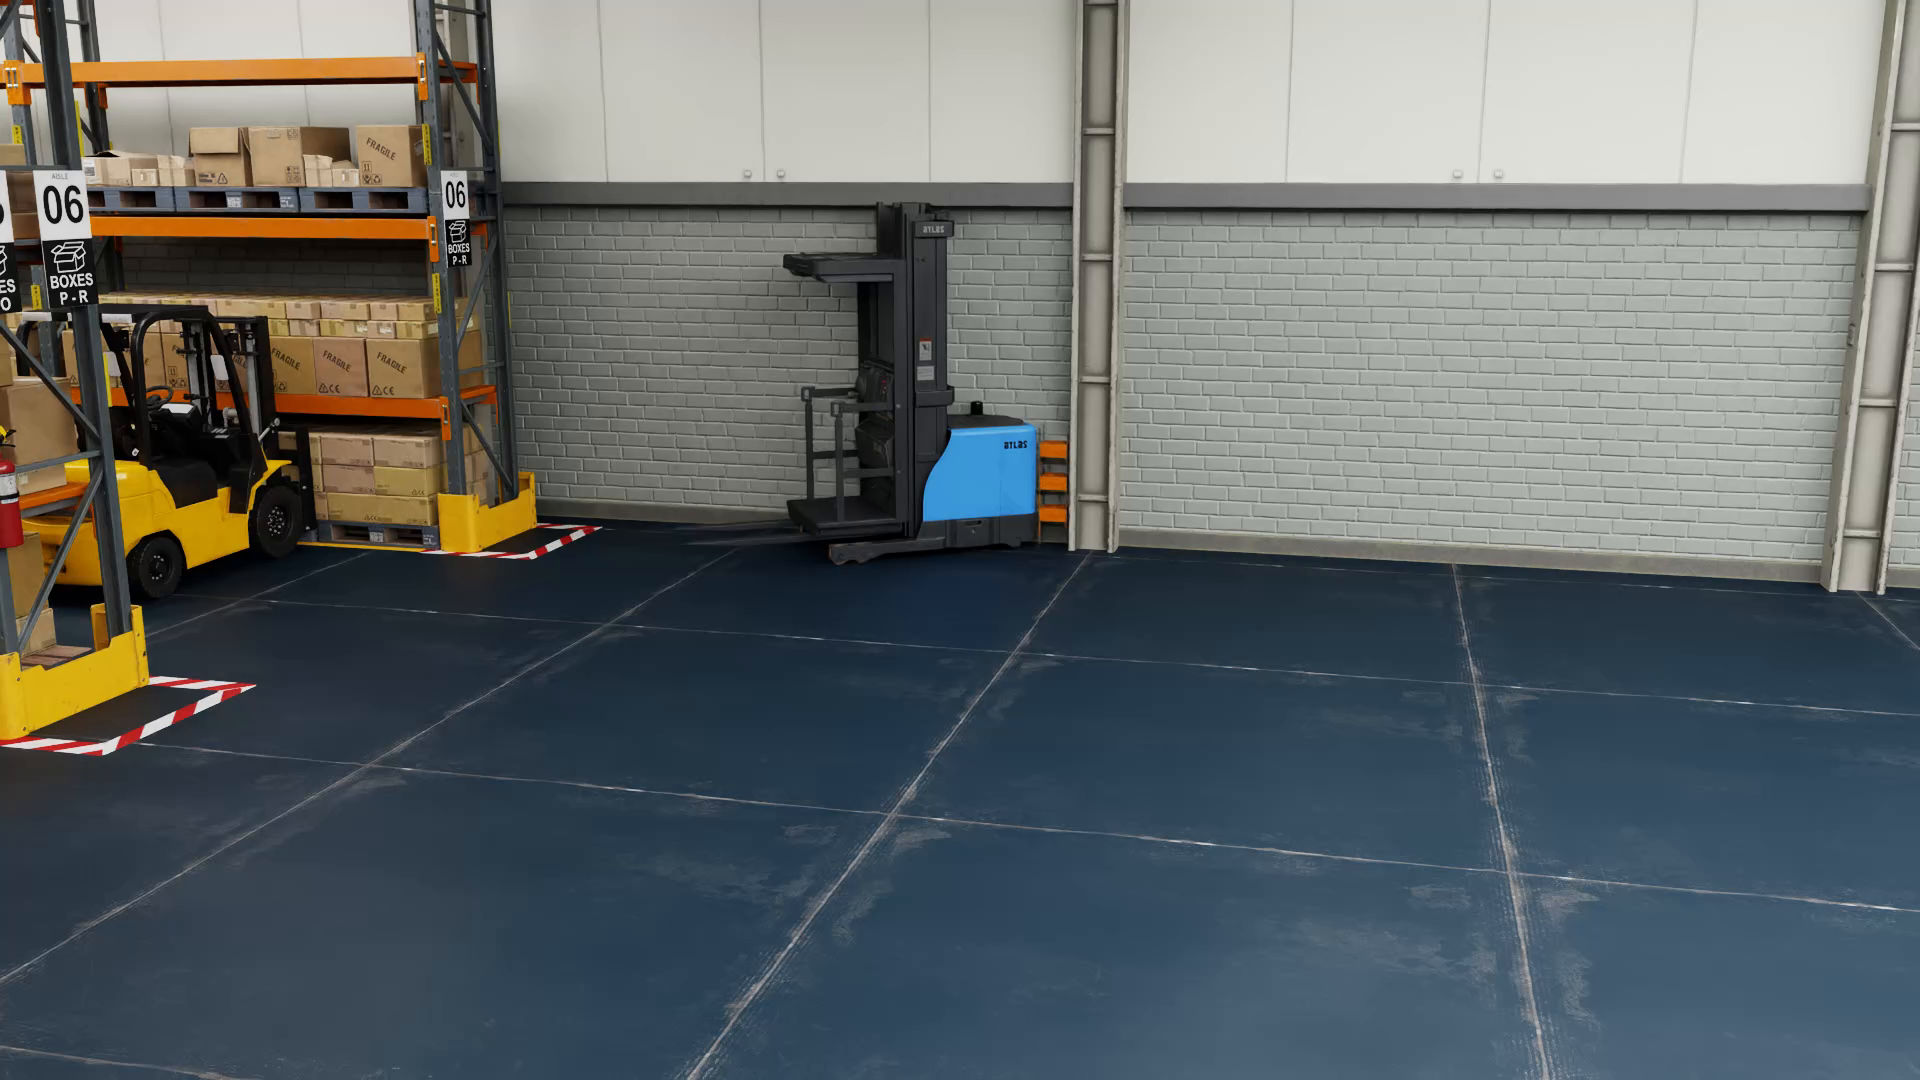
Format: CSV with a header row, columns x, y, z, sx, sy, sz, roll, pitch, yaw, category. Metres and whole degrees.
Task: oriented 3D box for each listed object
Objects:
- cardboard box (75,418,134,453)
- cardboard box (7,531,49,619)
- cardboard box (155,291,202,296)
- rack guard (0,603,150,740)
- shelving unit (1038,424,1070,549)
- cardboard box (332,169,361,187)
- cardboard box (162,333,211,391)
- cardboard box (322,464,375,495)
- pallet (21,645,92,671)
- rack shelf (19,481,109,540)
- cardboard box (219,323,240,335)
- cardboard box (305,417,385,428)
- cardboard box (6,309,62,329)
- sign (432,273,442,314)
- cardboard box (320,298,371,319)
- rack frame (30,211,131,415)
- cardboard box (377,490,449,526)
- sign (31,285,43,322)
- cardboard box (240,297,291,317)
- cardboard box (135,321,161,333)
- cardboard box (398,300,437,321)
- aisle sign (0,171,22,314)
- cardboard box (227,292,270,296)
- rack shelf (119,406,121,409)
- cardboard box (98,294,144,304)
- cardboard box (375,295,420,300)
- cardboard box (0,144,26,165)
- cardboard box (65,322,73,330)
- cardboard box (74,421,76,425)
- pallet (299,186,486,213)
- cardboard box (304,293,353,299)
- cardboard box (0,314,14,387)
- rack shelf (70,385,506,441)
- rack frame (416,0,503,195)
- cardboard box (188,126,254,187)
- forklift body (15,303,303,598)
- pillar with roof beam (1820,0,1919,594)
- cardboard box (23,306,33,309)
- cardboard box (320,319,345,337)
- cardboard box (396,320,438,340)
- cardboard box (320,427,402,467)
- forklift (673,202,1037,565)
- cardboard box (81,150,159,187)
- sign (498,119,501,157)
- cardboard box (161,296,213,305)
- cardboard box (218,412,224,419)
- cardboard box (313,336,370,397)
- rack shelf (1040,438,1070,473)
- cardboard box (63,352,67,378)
x,y,z,sx,sy,sz,roll,pitch,yaw,category
-7.694,-0.951,15.164,0.500,0.250,0.500,3,13,13,cardboard box
-6.131,0.231,10.416,0.500,0.500,0.500,3,13,12,cardboard box
-7.212,-2.216,15.381,0.250,0.149,0.380,3,13,13,cardboard box
-5.465,0.777,10.077,0.348,0.500,1.175,3,13,14,rack guard
0.827,-0.462,14.387,0.252,1.050,0.215,3,13,15,shelving unit
-5.082,-3.058,14.046,0.250,0.149,0.380,3,13,12,cardboard box
-6.719,-1.612,14.845,0.500,0.500,0.500,3,13,13,cardboard box
-5.237,-0.578,14.638,0.500,0.250,0.500,3,13,13,cardboard box
-6.245,0.868,10.332,1.213,0.211,1.003,3,13,14,pallet
-7.333,-0.192,10.335,4.000,0.370,1.077,3,13,14,rack shelf
-6.346,-1.900,14.645,0.250,0.149,0.380,3,13,12,cardboard box
-5.595,-0.952,15.171,0.500,0.250,0.500,3,13,13,cardboard box
-8.474,-2.028,15.219,0.250,0.149,0.380,4,13,15,cardboard box
-4.349,-2.051,13.832,0.005,0.325,0.100,3,13,14,sign
-5.335,-2.011,14.458,0.250,0.149,0.380,3,13,14,cardboard box
-8.089,-1.691,15.430,0.127,3.000,1.000,3,13,14,rack frame
-4.737,-0.304,14.557,0.500,0.250,0.500,3,13,14,cardboard box
-8.209,-2.103,14.797,0.005,0.325,0.100,3,13,14,sign
-6.094,-2.047,14.618,0.250,0.149,0.380,3,13,14,cardboard box
-7.109,-1.935,14.804,0.250,0.149,0.380,3,13,15,cardboard box
-4.603,-1.968,14.265,0.250,0.149,0.380,3,13,14,cardboard box
-5.400,-1.644,9.218,0.004,0.787,0.394,3,13,14,aisle sign
-6.471,-2.175,15.198,0.250,0.149,0.380,3,13,13,cardboard box
-10.030,-1.444,15.976,4.000,0.370,1.077,3,13,14,rack shelf
-7.570,-2.132,15.002,0.250,0.149,0.380,3,13,14,cardboard box
-4.986,-2.088,14.804,0.250,0.149,0.380,3,13,15,cardboard box
-5.687,-2.232,9.681,0.250,0.149,0.380,3,13,13,cardboard box
-7.842,-1.985,15.025,0.250,0.149,0.380,3,13,13,cardboard box
-8.598,-0.761,15.753,0.625,0.625,0.875,4,13,16,cardboard box
-4.885,-2.947,14.369,1.213,0.211,1.003,3,13,14,pallet
-5.716,-2.147,15.069,0.250,0.149,0.380,3,13,12,cardboard box
-5.939,-1.102,9.550,0.500,0.500,0.700,3,13,12,cardboard box
-6.147,-1.236,15.040,4.000,0.370,1.077,3,13,14,rack shelf
-4.205,-4.412,13.845,0.127,3.000,1.000,3,13,14,rack frame
-6.223,-3.336,14.482,0.637,0.503,0.797,3,13,15,cardboard box
-6.483,-0.784,13.301,1.214,2.155,2.313,3,13,14,forklift body
5.954,-3.110,7.975,0.400,9.000,9.100,3,13,14,pillar with roof beam
-8.626,-2.145,15.747,0.250,0.149,0.380,3,13,12,cardboard box
-5.339,-1.857,14.448,0.250,0.149,0.380,3,13,13,cardboard box
-4.609,-1.808,14.229,0.250,0.149,0.380,3,13,14,cardboard box
-5.224,-0.818,14.565,0.500,0.250,0.500,3,13,15,cardboard box
-0.906,-1.356,14.077,3.031,2.935,1.130,-4,13,-19,forklift
-7.339,-3.271,14.633,0.500,0.311,0.500,3,13,15,cardboard box
-4.066,-3.530,14.591,0.005,0.325,0.100,3,13,14,sign
-6.841,-2.074,14.742,0.250,0.149,0.380,3,13,13,cardboard box
-7.069,-1.034,15.538,0.500,0.250,0.500,3,13,13,cardboard box
-5.247,-1.531,14.480,0.500,0.500,0.500,3,13,15,cardboard box
0.827,-0.728,14.327,0.240,0.259,0.215,3,13,15,rack shelf
-8.506,-1.701,15.821,0.500,0.250,0.500,3,13,15,cardboard box
